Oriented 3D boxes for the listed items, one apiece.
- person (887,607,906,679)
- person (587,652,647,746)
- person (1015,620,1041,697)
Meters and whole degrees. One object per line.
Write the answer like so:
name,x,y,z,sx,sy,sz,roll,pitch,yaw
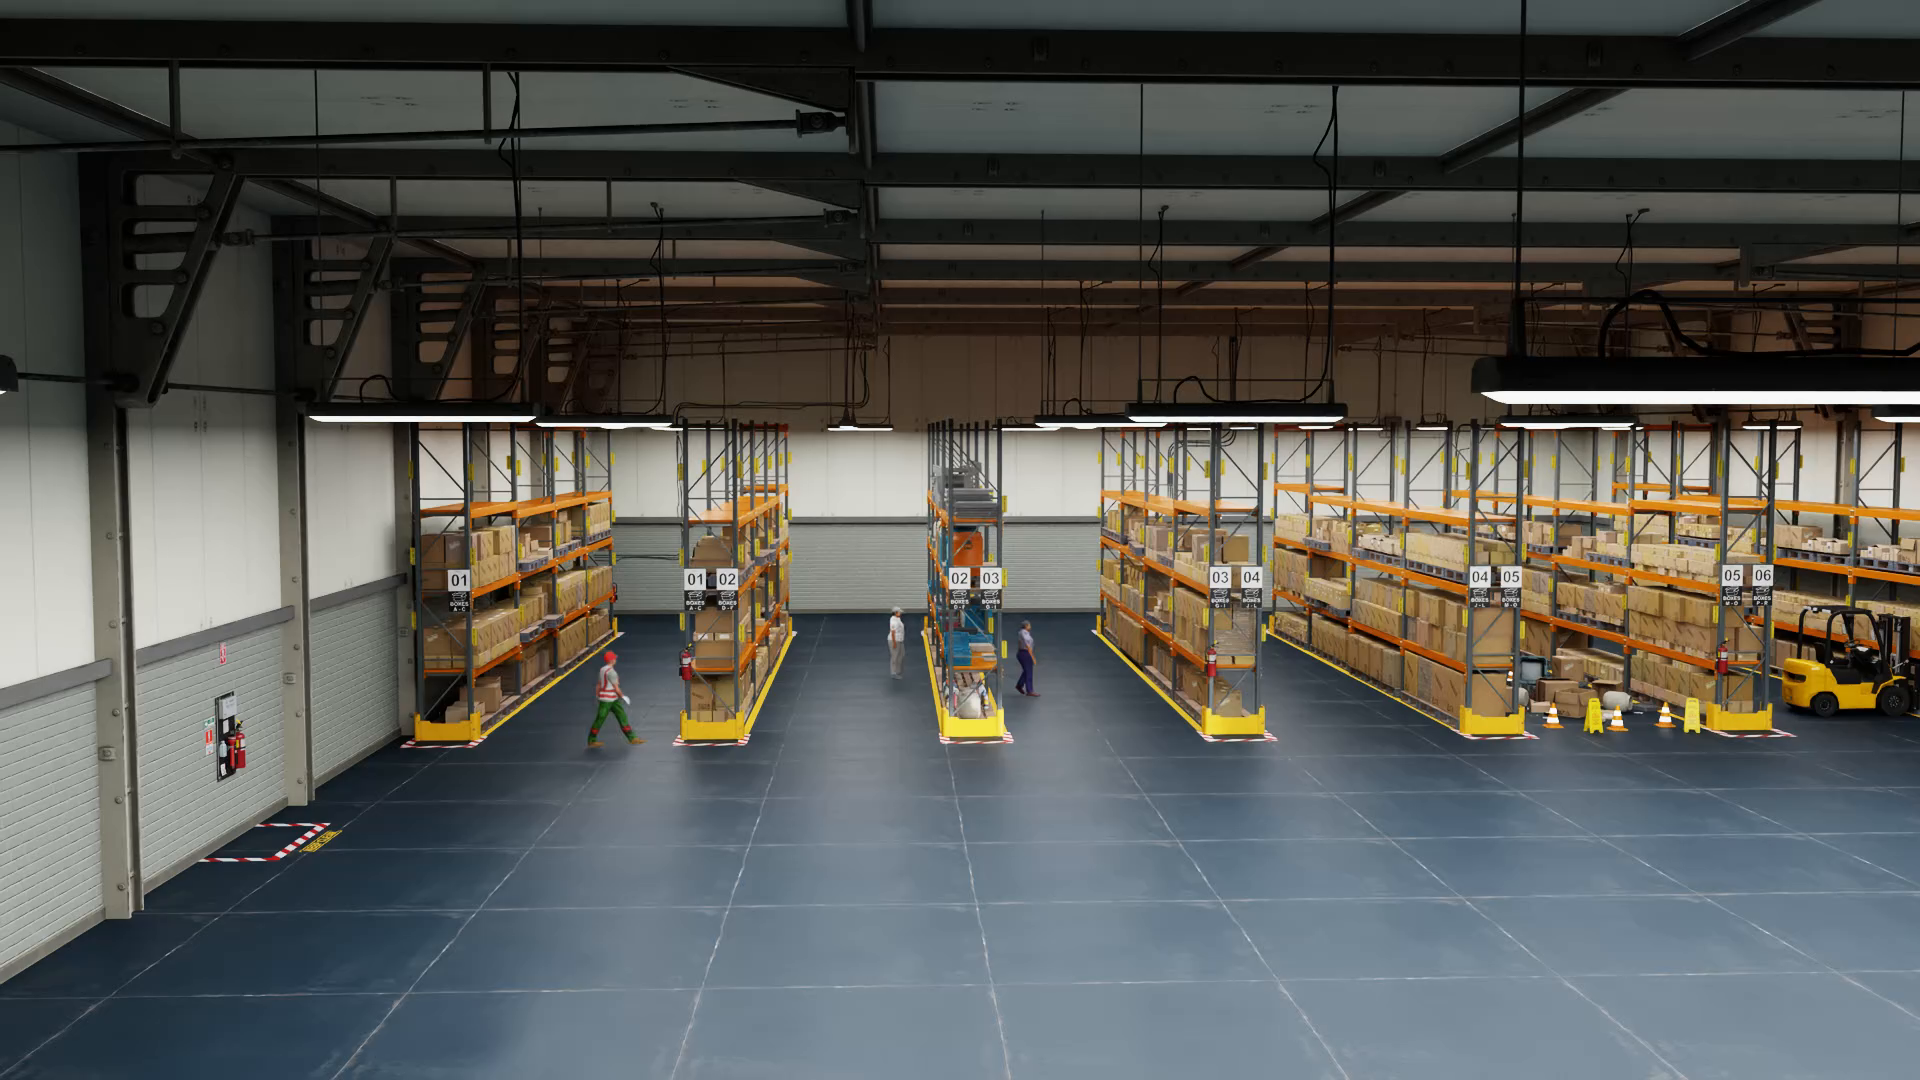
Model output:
person,-1.502,2.435,39.058,0.393,1.746,0.545,1,4,12
person,-6.264,2.885,30.179,1.039,1.730,0.495,0,4,6
person,1.467,2.576,36.309,0.505,1.642,0.585,-1,4,-11
